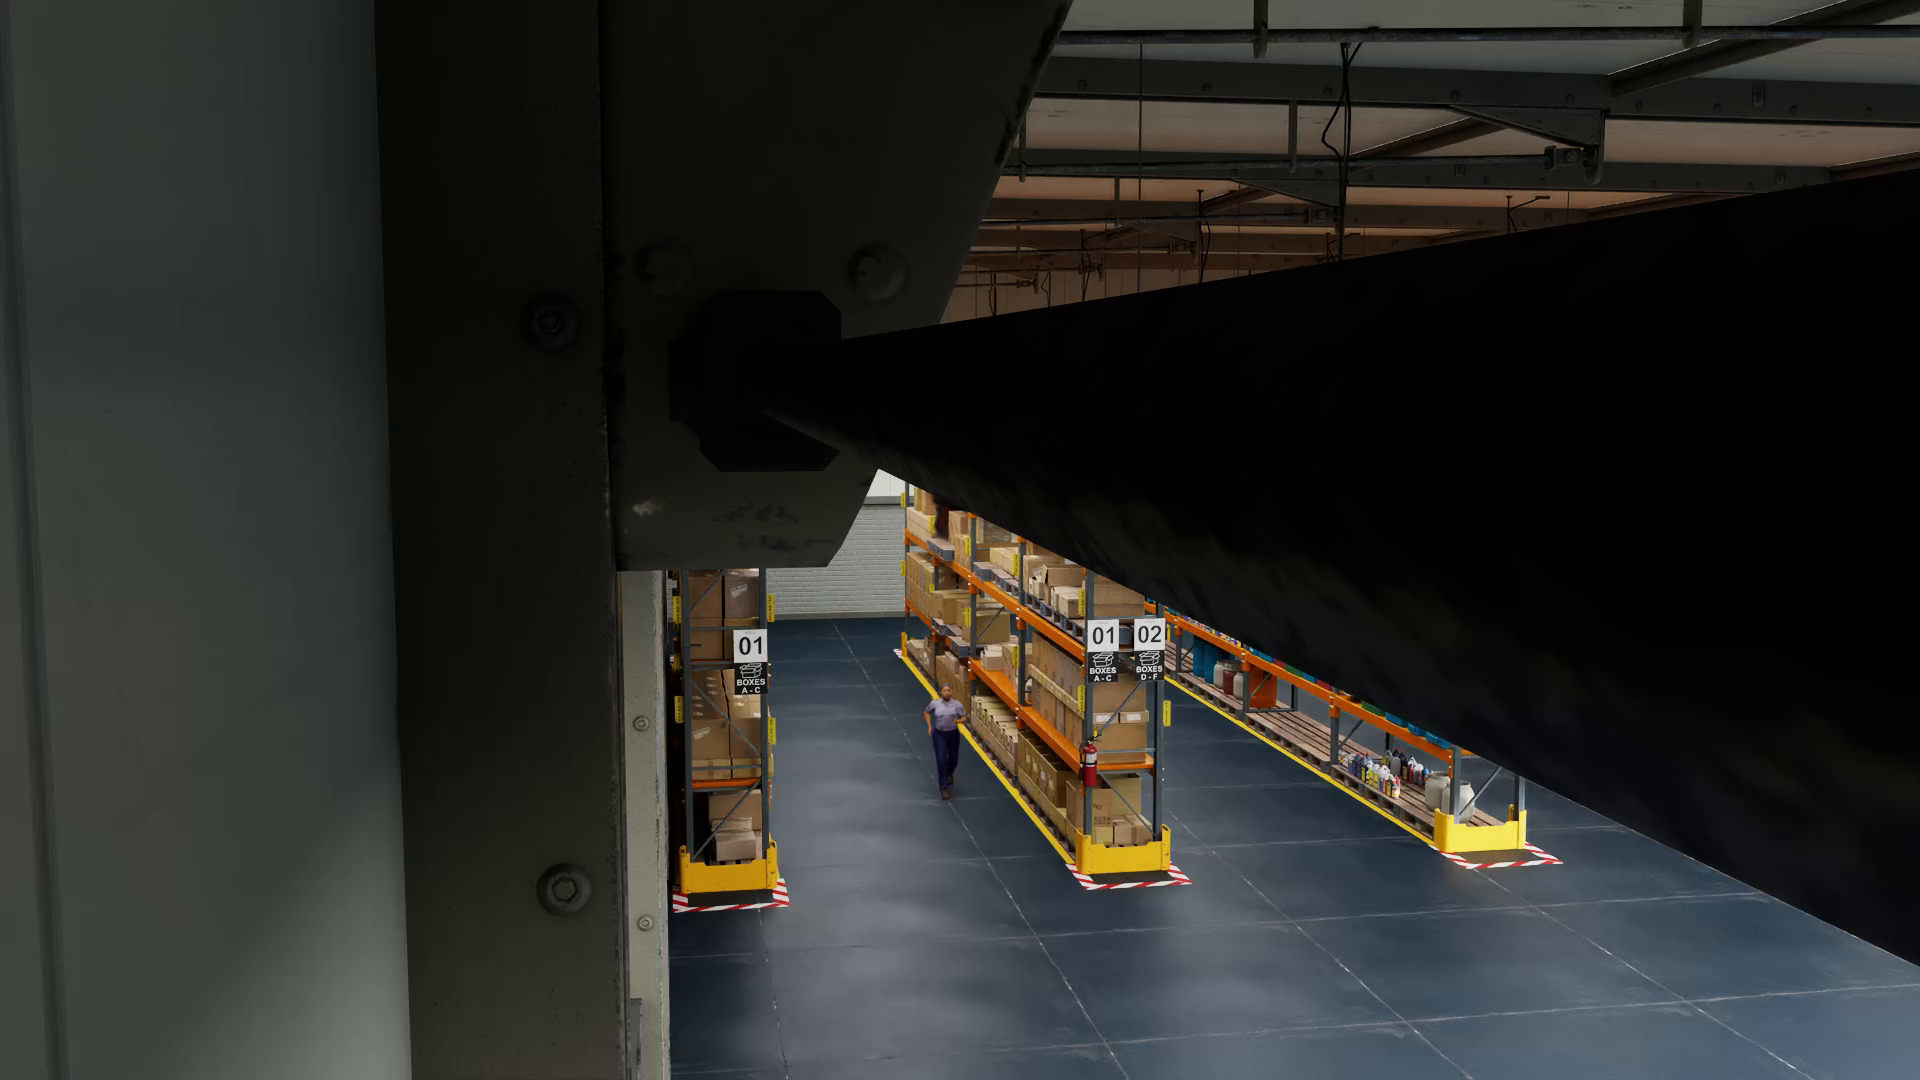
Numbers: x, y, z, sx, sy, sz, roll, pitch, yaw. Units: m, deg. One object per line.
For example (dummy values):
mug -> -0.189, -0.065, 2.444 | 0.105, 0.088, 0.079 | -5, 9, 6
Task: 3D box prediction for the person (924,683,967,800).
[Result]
person -> -0.202, 2.944, 24.691 | 0.607, 1.624, 0.941 | -1, 6, -10
